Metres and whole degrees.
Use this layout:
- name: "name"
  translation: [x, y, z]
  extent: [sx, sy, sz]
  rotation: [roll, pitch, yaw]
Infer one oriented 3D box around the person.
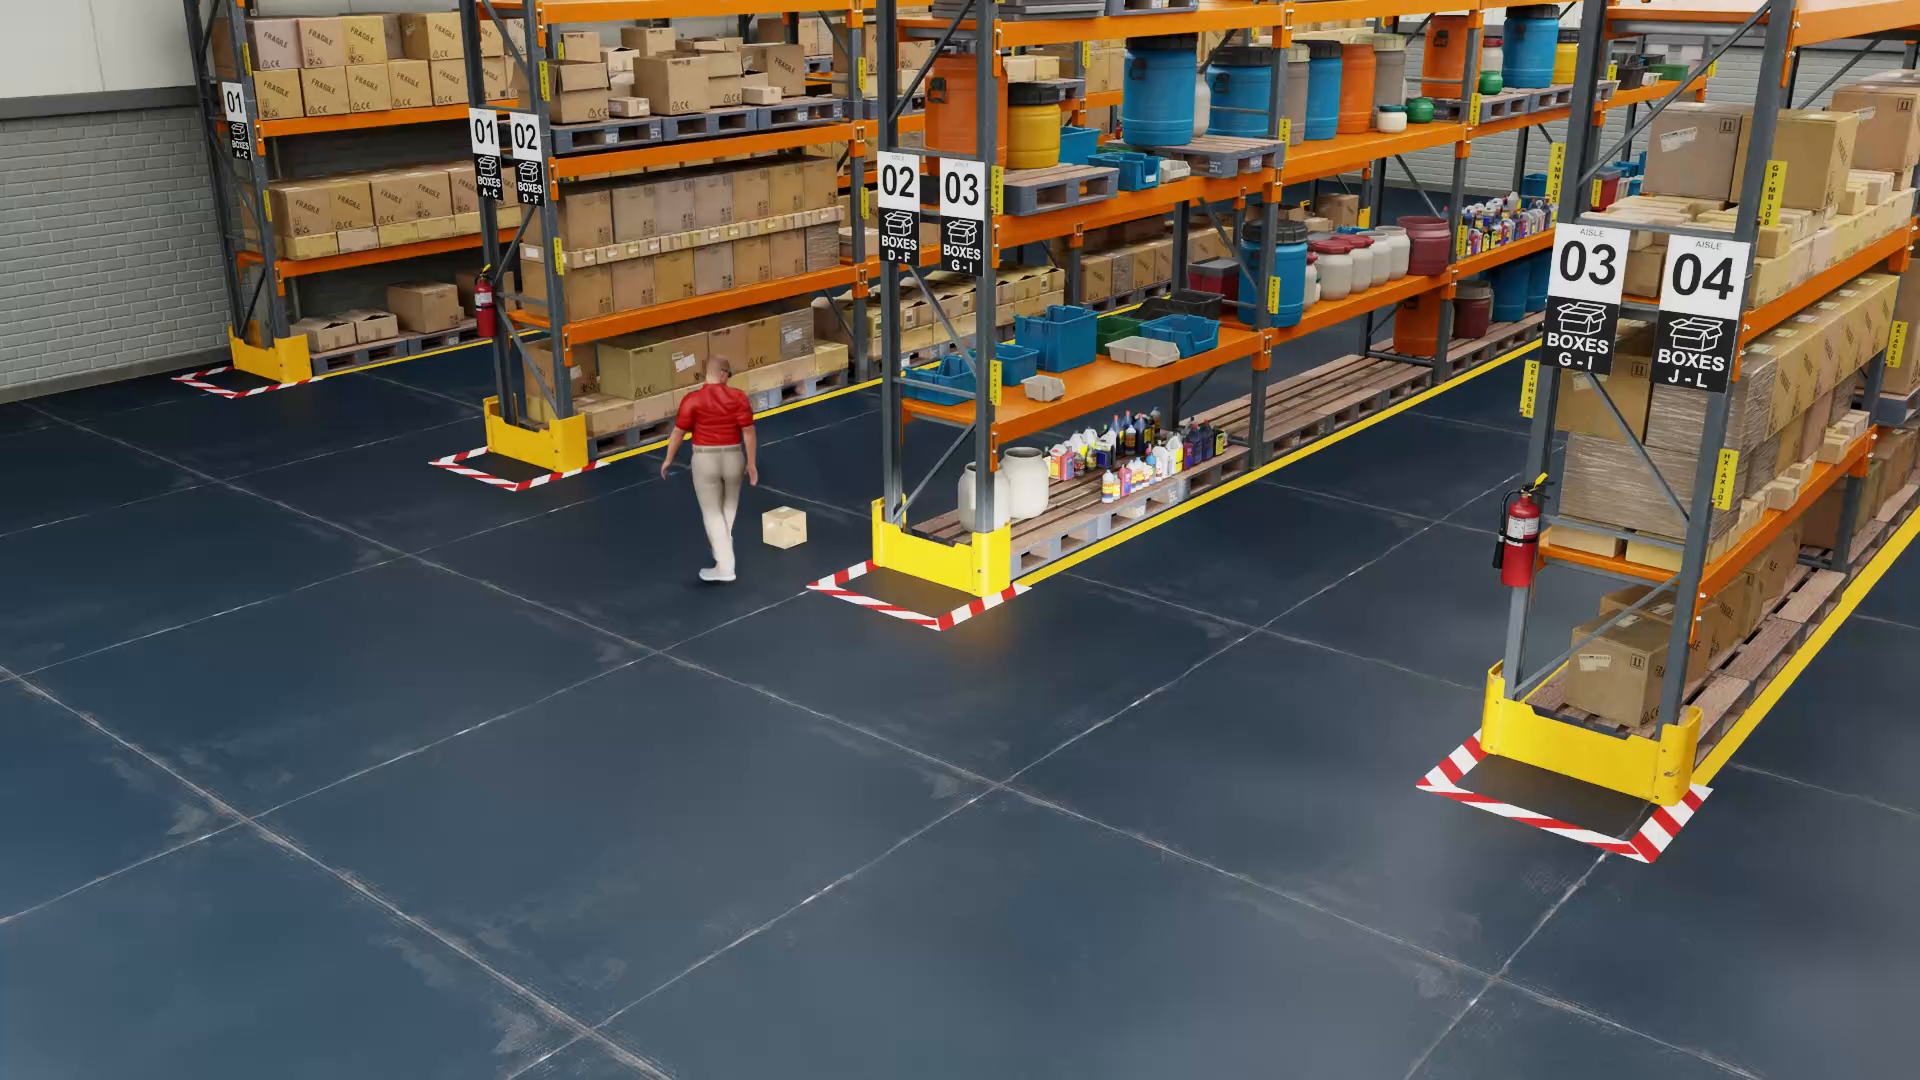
- name: "person"
  translation: [-1.921, -0.579, 12.655]
  extent: [0.656, 1.699, 0.813]
  rotation: [-9, 22, -24]
